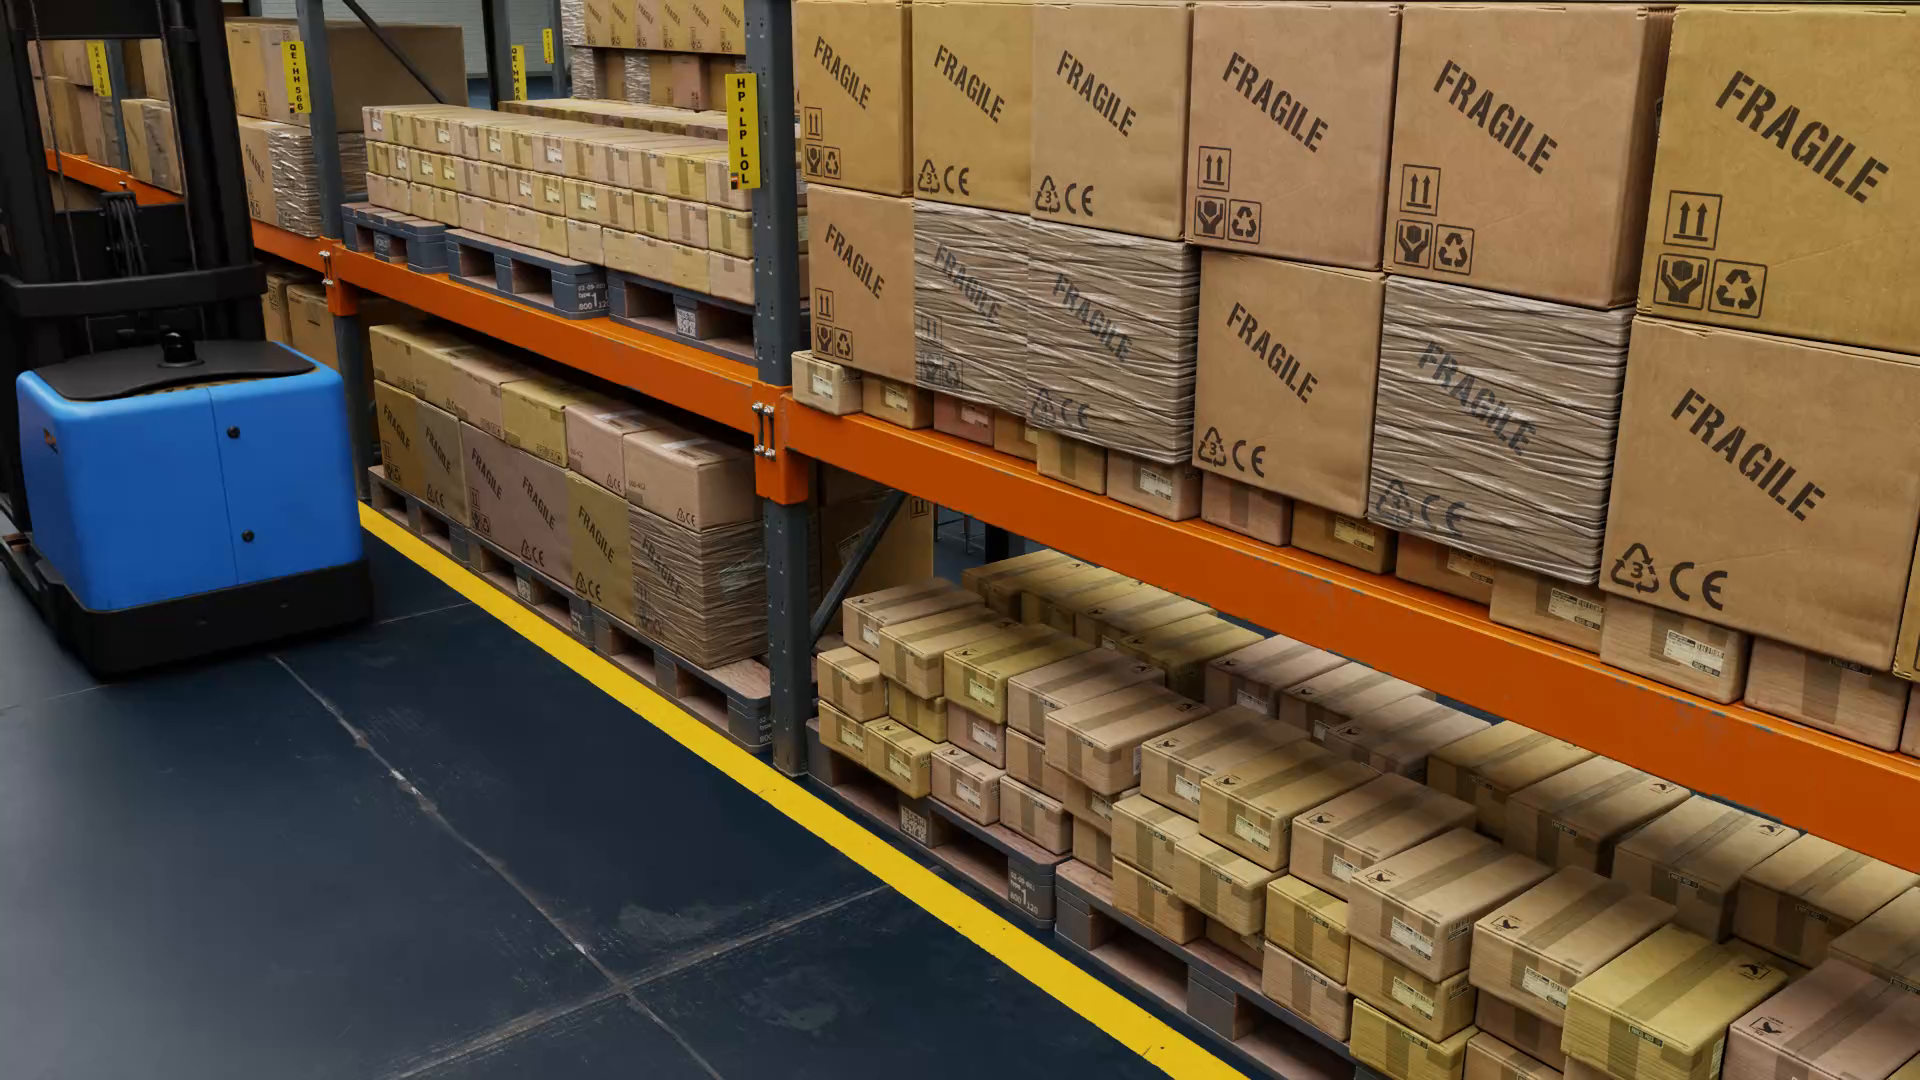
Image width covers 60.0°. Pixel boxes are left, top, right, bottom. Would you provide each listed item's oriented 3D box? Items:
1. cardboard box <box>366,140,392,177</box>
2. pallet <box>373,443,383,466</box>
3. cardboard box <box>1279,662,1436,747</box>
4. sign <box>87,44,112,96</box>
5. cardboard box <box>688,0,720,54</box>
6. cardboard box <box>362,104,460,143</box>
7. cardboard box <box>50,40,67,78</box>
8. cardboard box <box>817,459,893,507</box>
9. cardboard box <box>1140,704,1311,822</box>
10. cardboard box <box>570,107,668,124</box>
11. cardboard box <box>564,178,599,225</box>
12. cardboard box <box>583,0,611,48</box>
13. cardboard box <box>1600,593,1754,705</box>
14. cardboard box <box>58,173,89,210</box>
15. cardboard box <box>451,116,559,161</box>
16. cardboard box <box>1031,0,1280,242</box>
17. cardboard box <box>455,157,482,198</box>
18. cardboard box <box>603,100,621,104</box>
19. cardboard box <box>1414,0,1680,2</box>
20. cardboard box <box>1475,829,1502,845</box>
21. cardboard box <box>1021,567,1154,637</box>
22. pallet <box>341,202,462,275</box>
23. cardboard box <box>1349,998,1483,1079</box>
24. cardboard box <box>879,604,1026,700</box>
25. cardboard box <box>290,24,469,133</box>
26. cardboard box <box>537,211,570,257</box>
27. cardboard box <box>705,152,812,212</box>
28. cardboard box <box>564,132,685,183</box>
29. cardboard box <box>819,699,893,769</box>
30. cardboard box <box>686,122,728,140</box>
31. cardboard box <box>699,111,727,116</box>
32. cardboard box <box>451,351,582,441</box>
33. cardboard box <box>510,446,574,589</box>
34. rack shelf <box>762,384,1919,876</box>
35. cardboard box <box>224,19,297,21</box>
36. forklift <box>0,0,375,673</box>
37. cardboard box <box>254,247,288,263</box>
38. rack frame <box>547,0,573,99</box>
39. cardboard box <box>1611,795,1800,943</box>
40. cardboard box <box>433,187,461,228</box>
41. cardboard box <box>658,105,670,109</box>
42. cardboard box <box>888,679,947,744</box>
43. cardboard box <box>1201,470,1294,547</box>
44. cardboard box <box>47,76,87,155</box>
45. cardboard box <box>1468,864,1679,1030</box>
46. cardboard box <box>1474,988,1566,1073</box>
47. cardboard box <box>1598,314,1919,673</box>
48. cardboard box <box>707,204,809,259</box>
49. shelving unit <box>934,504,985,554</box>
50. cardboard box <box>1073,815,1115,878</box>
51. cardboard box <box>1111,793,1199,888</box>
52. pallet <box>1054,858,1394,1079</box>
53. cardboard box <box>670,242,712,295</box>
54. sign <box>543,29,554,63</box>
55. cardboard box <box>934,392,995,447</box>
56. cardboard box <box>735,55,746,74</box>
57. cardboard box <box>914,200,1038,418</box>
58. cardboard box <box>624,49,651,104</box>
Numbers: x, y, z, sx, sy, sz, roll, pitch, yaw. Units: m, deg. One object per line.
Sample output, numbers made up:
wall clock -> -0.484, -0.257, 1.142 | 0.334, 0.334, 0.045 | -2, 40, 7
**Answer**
cardboard box -> -2.537, -1.793, 7.763 | 0.380, 0.149, 0.250 | -13, 22, -34
pallet -> -3.110, -0.615, 9.383 | 1.003, 0.211, 1.213 | -14, 23, -36
cardboard box -> 1.096, 0.472, 4.587 | 0.380, 0.149, 0.250 | -15, 24, -38
sign -> -5.598, -3.055, 10.814 | 0.100, 0.325, 0.005 | -14, 23, -36
cardboard box -> -2.019, -4.502, 14.463 | 0.500, 0.500, 0.500 | -14, 23, -36
cardboard box -> -2.542, -1.939, 7.733 | 0.380, 0.149, 0.250 | -14, 23, -36
cardboard box -> -6.361, -3.798, 12.605 | 0.875, 0.550, 0.500 | -14, 23, -36
cardboard box -> -0.448, -0.346, 6.252 | 0.500, 0.250, 0.500 | -15, 24, -38
cardboard box -> 0.683, 0.575, 4.276 | 0.380, 0.149, 0.250 | -15, 24, -38
cardboard box -> -1.531, -1.869, 7.520 | 0.380, 0.149, 0.250 | -13, 22, -35
cardboard box -> -1.248, -1.282, 6.221 | 0.380, 0.149, 0.250 | -15, 24, -39
cardboard box -> -3.263, -4.994, 15.950 | 0.500, 0.500, 0.500 | -14, 23, -36
cardboard box -> 1.394, 0.150, 3.037 | 0.380, 0.149, 0.250 | -13, 22, -35
cardboard box -> -6.626, -2.521, 13.416 | 0.875, 0.875, 0.875 | -14, 23, -37
cardboard box -> -1.894, -1.682, 6.955 | 0.380, 0.149, 0.250 | -13, 22, -34
cardboard box -> 0.515, -0.994, 3.868 | 0.500, 0.500, 0.500 | -14, 23, -35
cardboard box -> -1.888, -1.537, 6.992 | 0.380, 0.149, 0.250 | -14, 23, -36
cardboard box -> -3.251, -4.221, 16.236 | 0.380, 0.149, 0.250 | -14, 23, -36
cardboard box -> 1.274, -0.965, 3.781 | 0.500, 0.500, 0.500 | -15, 23, -38
cardboard box -> 1.302, 0.764, 4.178 | 0.380, 0.149, 0.250 | -13, 22, -33
cardboard box -> 0.418, 0.220, 5.348 | 0.380, 0.149, 0.250 | -14, 23, -35
pallet -> -2.154, -1.484, 7.877 | 1.213, 0.211, 1.003 | -14, 23, -36
cardboard box -> 1.090, 1.072, 3.719 | 0.380, 0.149, 0.250 | -15, 24, -38
cardboard box -> -0.020, 0.332, 5.008 | 0.380, 0.149, 0.250 | -13, 22, -33
cardboard box -> -2.951, -2.364, 8.481 | 0.700, 0.500, 0.500 | -14, 23, -36
cardboard box -> -1.409, -1.204, 6.457 | 0.380, 0.149, 0.250 | -13, 22, -34
cardboard box -> -0.599, -1.167, 5.401 | 0.380, 0.149, 0.250 | -13, 22, -34
cardboard box -> -1.238, -1.423, 6.174 | 0.380, 0.149, 0.250 | -15, 23, -38
cardboard box -> -0.222, 0.562, 5.259 | 0.380, 0.149, 0.250 | -15, 24, -38
cardboard box -> -0.884, -1.612, 6.743 | 0.380, 0.149, 0.250 | -13, 22, -34
cardboard box -> -2.075, -3.711, 14.699 | 0.380, 0.149, 0.250 | -14, 23, -36
cardboard box -> -1.829, -0.632, 7.114 | 0.500, 0.250, 0.500 | -14, 23, -36
cardboard box -> -1.487, -0.144, 6.833 | 0.500, 0.500, 0.500 | -15, 23, -37
rack shelf -> 1.045, 0.090, 3.962 | 1.077, 0.370, 4.000 | -14, 23, -36
cardboard box -> -4.216, -2.865, 9.994 | 0.700, 0.500, 0.500 | -14, 23, -36
forklift -> -3.677, -1.295, 7.111 | 1.130, 2.935, 3.031 | -14, 23, -36
cardboard box -> -4.112, -1.473, 10.449 | 1.050, 0.750, 0.750 | -14, 23, -36
rack frame -> -3.696, -4.644, 17.116 | 1.000, 3.000, 0.127 | -14, 23, -36
cardboard box -> 1.688, 0.741, 3.772 | 0.380, 0.149, 0.250 | -15, 24, -39
cardboard box -> -2.057, -1.461, 7.235 | 0.380, 0.149, 0.250 | -13, 22, -34
cardboard box -> -2.592, -3.984, 15.521 | 0.380, 0.149, 0.250 | -14, 23, -36
cardboard box -> 0.005, 0.465, 5.079 | 0.380, 0.149, 0.250 | -14, 23, -36
cardboard box -> 0.782, -0.119, 3.850 | 0.380, 0.149, 0.250 | -13, 22, -34
cardboard box -> -6.412, -3.273, 12.737 | 0.875, 0.550, 0.500 | -14, 23, -36
cardboard box -> 1.277, 0.844, 3.463 | 0.380, 0.149, 0.250 | -15, 24, -38
cardboard box -> 1.326, 0.966, 3.567 | 0.380, 0.149, 0.250 | -14, 23, -37
cardboard box -> 1.491, -0.135, 2.867 | 0.500, 0.500, 0.500 | -14, 23, -37
cardboard box -> -0.598, -1.025, 5.444 | 0.380, 0.149, 0.250 | -13, 22, -34
shelving unit -> 0.033, -0.485, 7.658 | 0.215, 1.050, 0.252 | -14, 23, -36
cardboard box -> 0.529, 0.791, 4.568 | 0.380, 0.149, 0.250 | -15, 24, -38
cardboard box -> 0.610, 0.732, 4.273 | 0.380, 0.149, 0.250 | -14, 23, -37
pallet -> 1.010, 1.039, 4.388 | 1.003, 0.211, 1.213 | -14, 23, -36
cardboard box -> -0.760, -0.947, 5.683 | 0.380, 0.149, 0.250 | -14, 23, -36
sign -> -4.121, -4.949, 16.660 | 0.100, 0.325, 0.005 | -14, 23, -36
cardboard box -> 0.148, -0.386, 4.657 | 0.380, 0.149, 0.250 | -15, 24, -38
cardboard box -> -1.444, -3.970, 14.448 | 0.875, 0.500, 0.500 | -14, 23, -36
cardboard box -> 0.226, -0.641, 4.394 | 0.500, 0.500, 0.500 | -14, 23, -36
cardboard box -> -2.695, -4.460, 15.929 | 0.875, 0.500, 0.500 | -14, 23, -36
